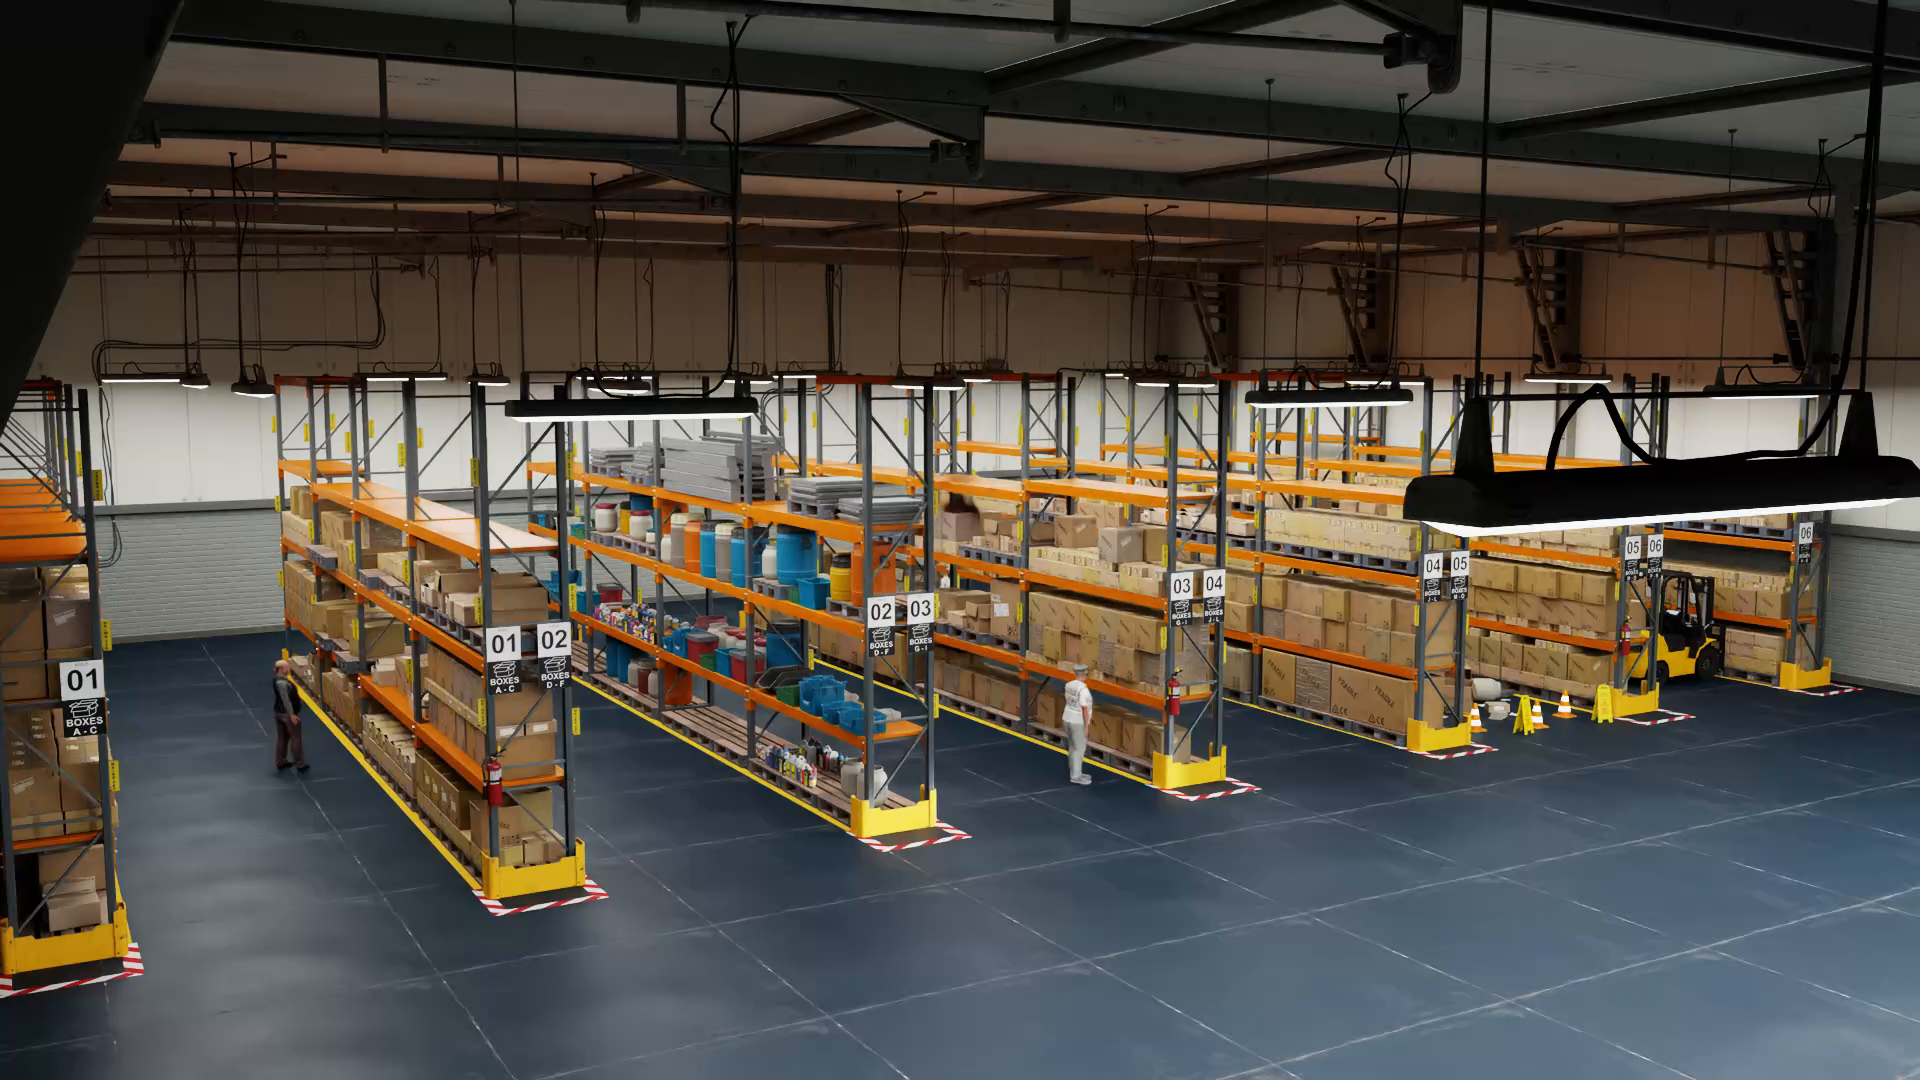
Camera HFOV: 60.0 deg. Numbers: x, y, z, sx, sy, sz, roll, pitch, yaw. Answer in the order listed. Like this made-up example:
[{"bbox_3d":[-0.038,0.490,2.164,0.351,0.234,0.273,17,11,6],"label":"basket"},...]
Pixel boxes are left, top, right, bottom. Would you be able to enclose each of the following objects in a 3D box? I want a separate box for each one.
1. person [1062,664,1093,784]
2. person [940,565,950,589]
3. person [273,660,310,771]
[{"bbox_3d":[1.777,2.742,24.828,0.440,1.768,0.553,-3,7,-25],"label":"person"},{"bbox_3d":[-0.231,1.370,37.859,0.512,1.650,0.928,-3,7,-24],"label":"person"},{"bbox_3d":[-10.280,2.683,25.506,0.605,1.712,0.480,6,9,45],"label":"person"}]
